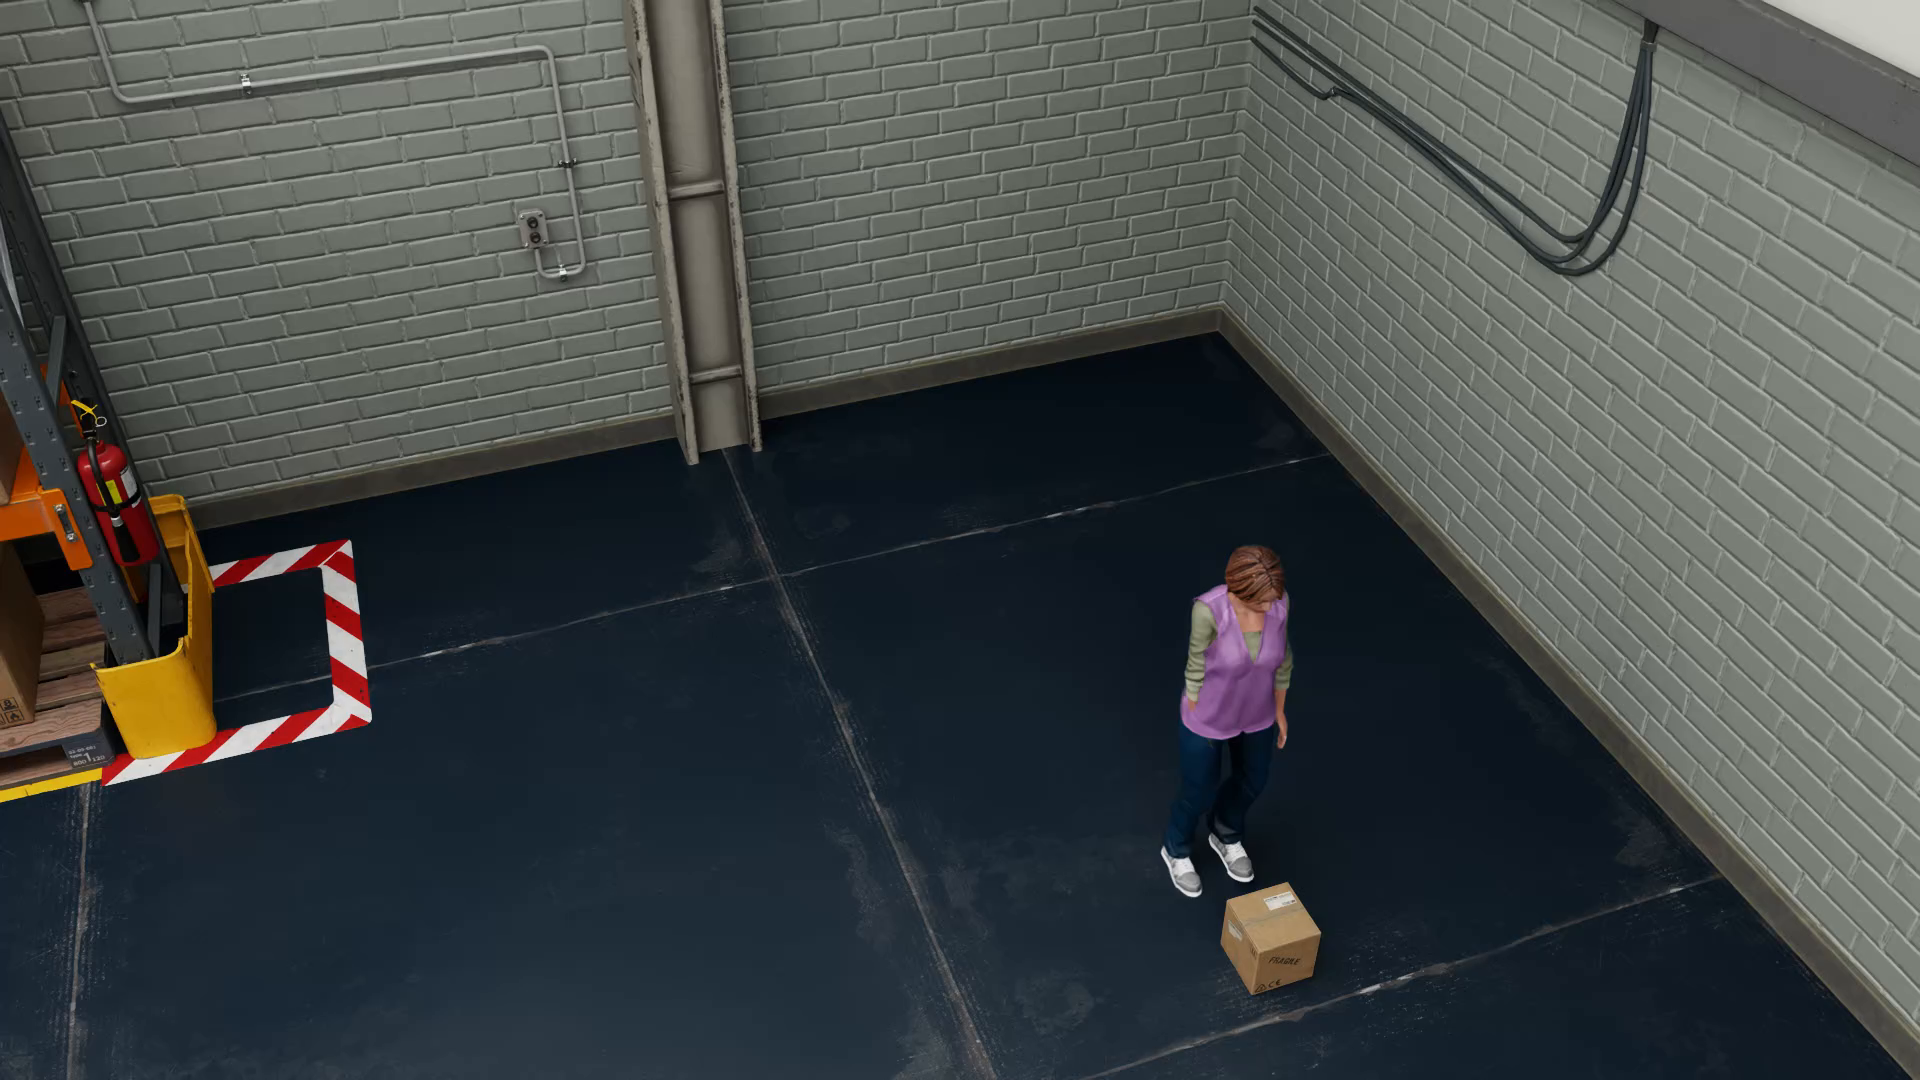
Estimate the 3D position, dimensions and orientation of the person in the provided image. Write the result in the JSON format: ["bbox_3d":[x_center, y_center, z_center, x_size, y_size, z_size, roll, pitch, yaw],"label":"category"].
[{"bbox_3d":[0.982,0.641,6.005,0.411,1.577,0.310,-12,40,-15],"label":"person"}]
